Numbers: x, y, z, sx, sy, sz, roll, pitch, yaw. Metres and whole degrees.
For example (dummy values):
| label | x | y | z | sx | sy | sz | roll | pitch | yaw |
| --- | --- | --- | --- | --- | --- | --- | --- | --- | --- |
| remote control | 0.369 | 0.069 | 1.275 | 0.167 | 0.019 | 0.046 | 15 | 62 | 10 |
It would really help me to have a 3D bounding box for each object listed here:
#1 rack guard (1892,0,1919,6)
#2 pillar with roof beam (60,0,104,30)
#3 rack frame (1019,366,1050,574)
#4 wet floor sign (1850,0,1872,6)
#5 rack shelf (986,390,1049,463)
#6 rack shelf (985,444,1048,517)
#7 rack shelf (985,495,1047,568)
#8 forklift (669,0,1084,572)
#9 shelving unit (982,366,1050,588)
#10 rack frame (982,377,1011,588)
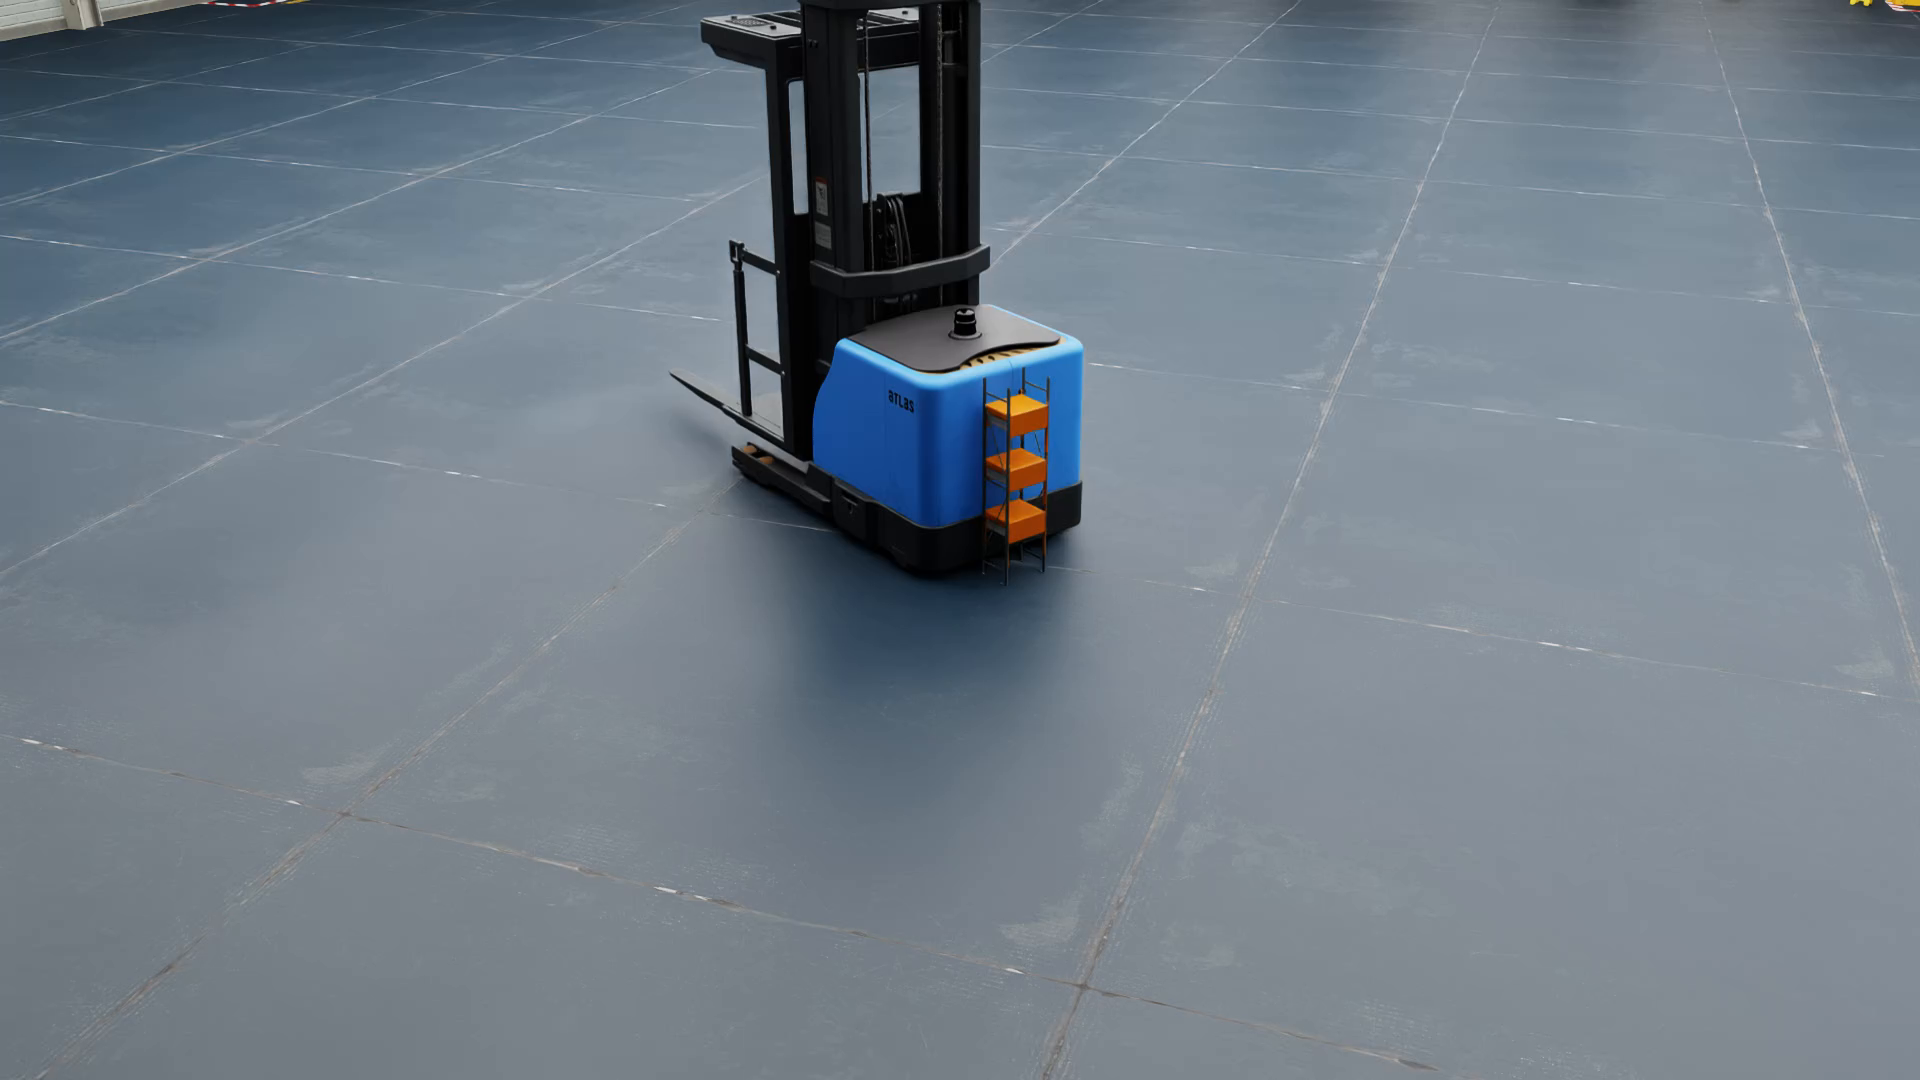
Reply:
| label | x | y | z | sx | sy | sz | roll | pitch | yaw |
| --- | --- | --- | --- | --- | --- | --- | --- | --- | --- |
| rack guard | 15.281 | -8.616 | 25.972 | 1.175 | 0.500 | 0.348 | 9 | 27 | 17 |
| pillar with roof beam | -8.619 | -10.860 | 20.853 | 9.100 | 9.000 | 0.400 | 9 | 27 | 17 |
| rack frame | 0.366 | -0.336 | 8.240 | 0.008 | 1.050 | 0.200 | -19 | 32 | -34 |
| wet floor sign | 14.184 | -8.727 | 26.035 | 0.267 | 0.644 | 0.232 | 20 | 32 | 35 |
| rack shelf | 0.270 | -0.550 | 8.054 | 0.240 | 0.259 | 0.215 | -19 | 32 | -34 |
| rack shelf | 0.270 | -0.294 | 8.177 | 0.240 | 0.259 | 0.215 | -19 | 32 | -34 |
| rack shelf | 0.270 | -0.044 | 8.298 | 0.240 | 0.259 | 0.215 | -19 | 32 | -34 |
| forklift | -0.648 | -1.741 | 8.983 | 1.130 | 2.935 | 3.031 | -18 | 31 | -33 |
| shelving unit | 0.270 | -0.304 | 8.173 | 0.252 | 1.050 | 0.215 | -19 | 32 | -34 |
| rack frame | 0.174 | -0.271 | 8.105 | 0.008 | 1.050 | 0.200 | -19 | 32 | -34 |
